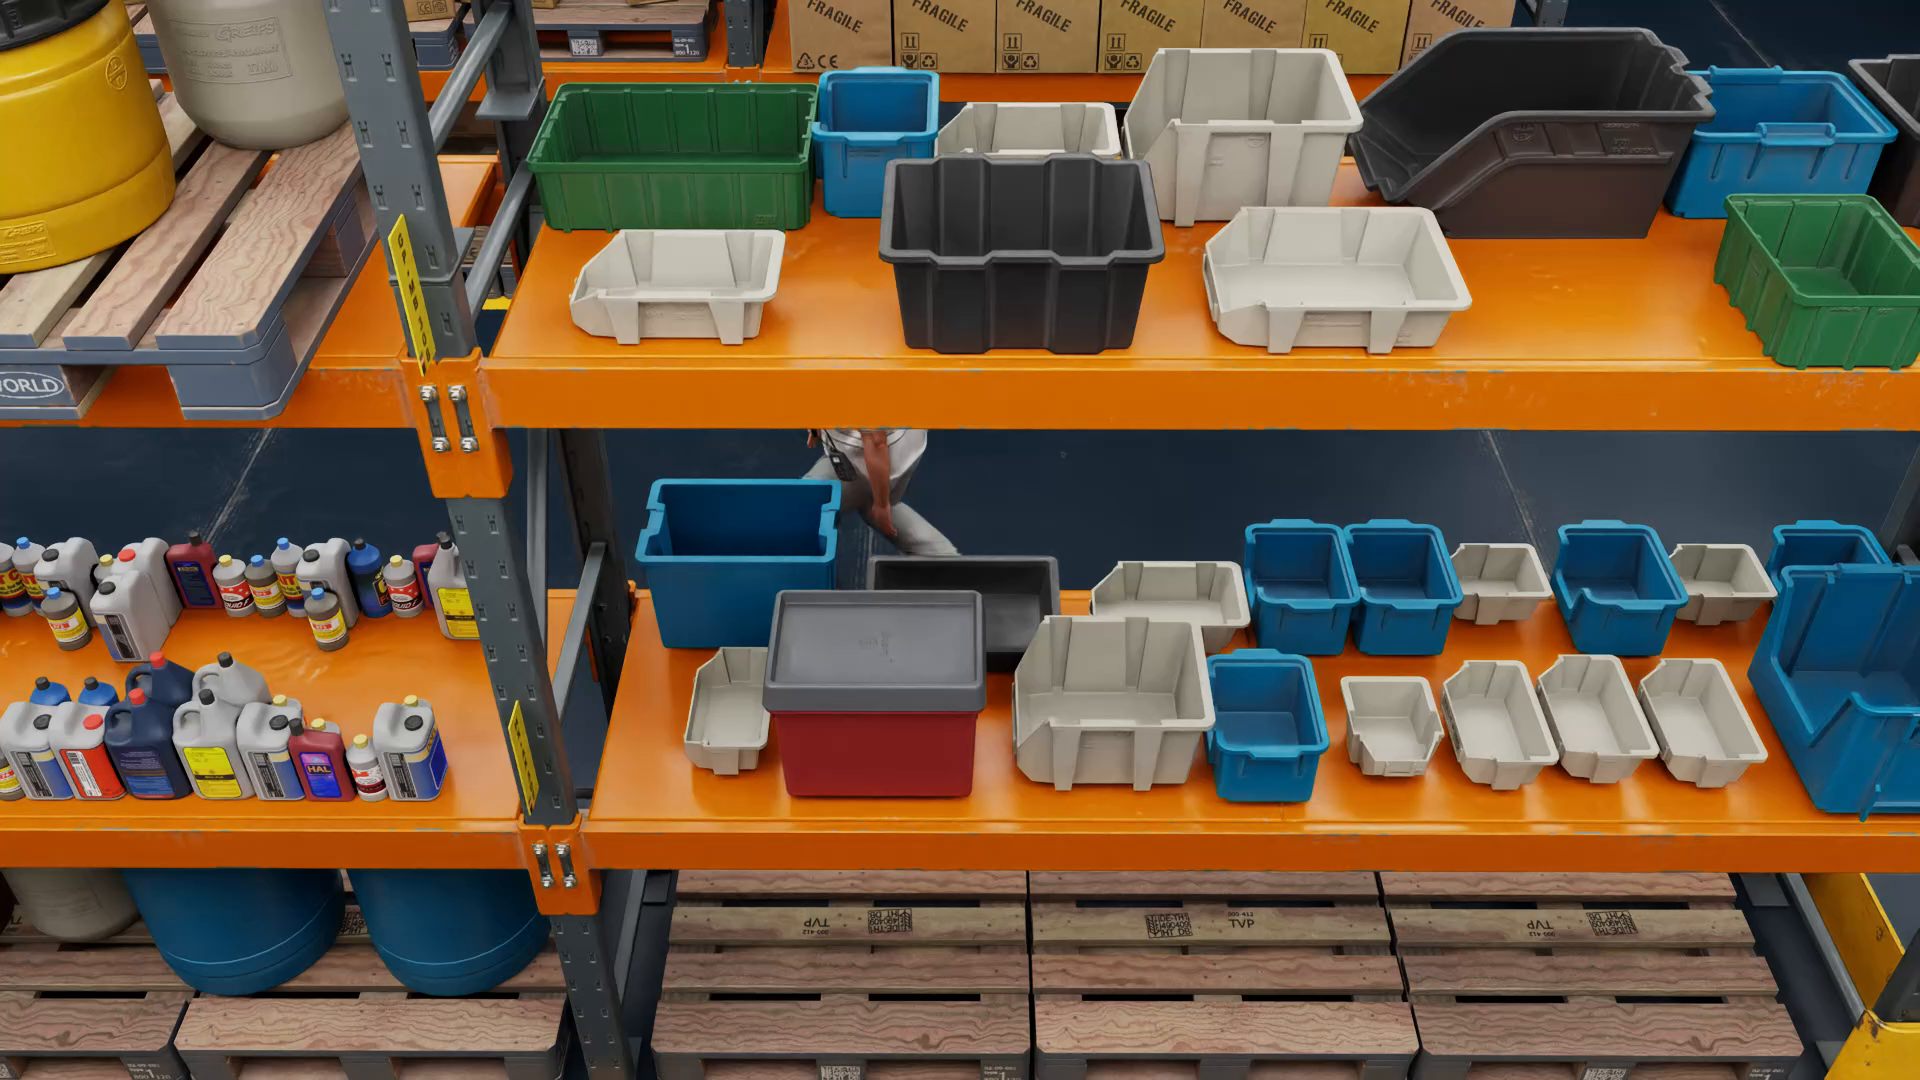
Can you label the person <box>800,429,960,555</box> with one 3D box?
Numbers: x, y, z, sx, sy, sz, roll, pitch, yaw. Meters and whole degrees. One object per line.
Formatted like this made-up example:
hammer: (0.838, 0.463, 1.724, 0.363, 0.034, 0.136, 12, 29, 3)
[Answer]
person: (-0.452, -0.401, 6.707, 1.033, 1.657, 0.534, 18, 43, 20)
